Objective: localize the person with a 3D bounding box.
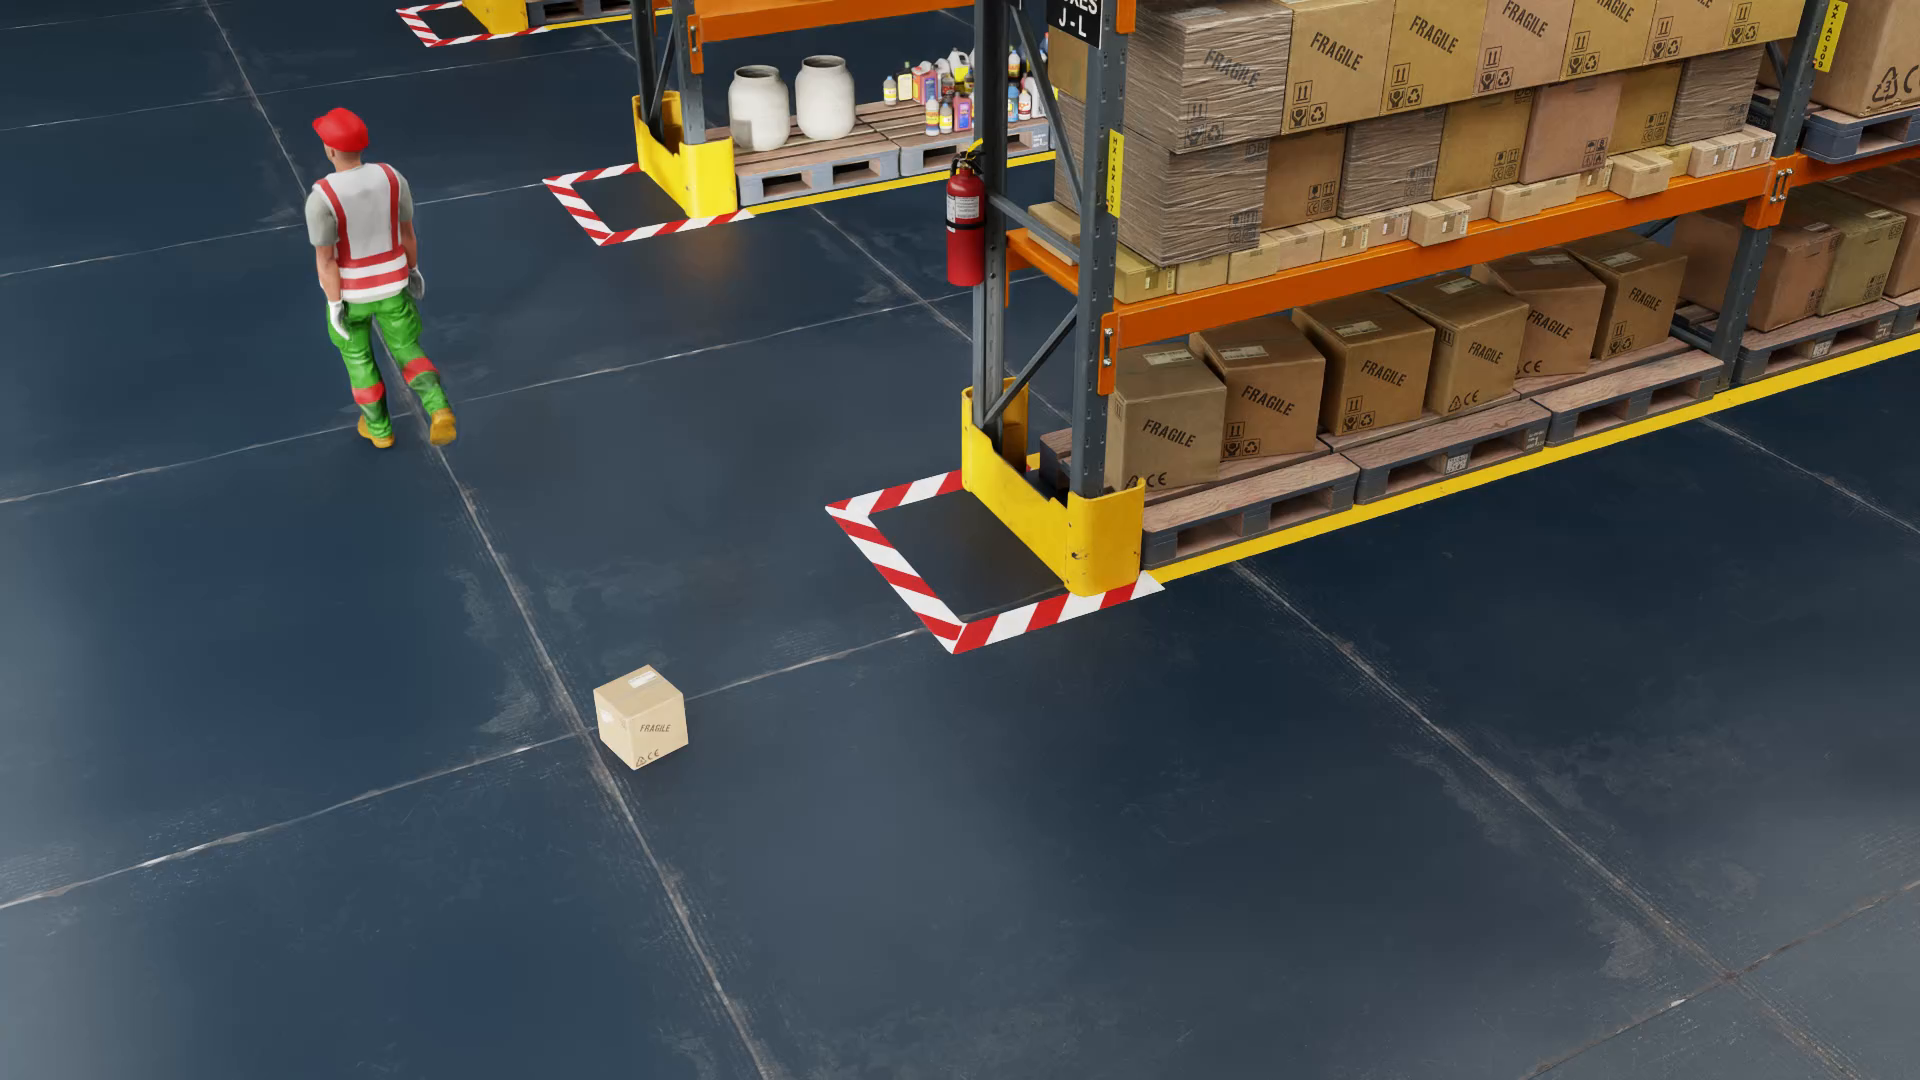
[{"bbox_3d":[-2.802,-1.207,7.968,0.539,1.766,0.757,-24,40,-32],"label":"person"}]
